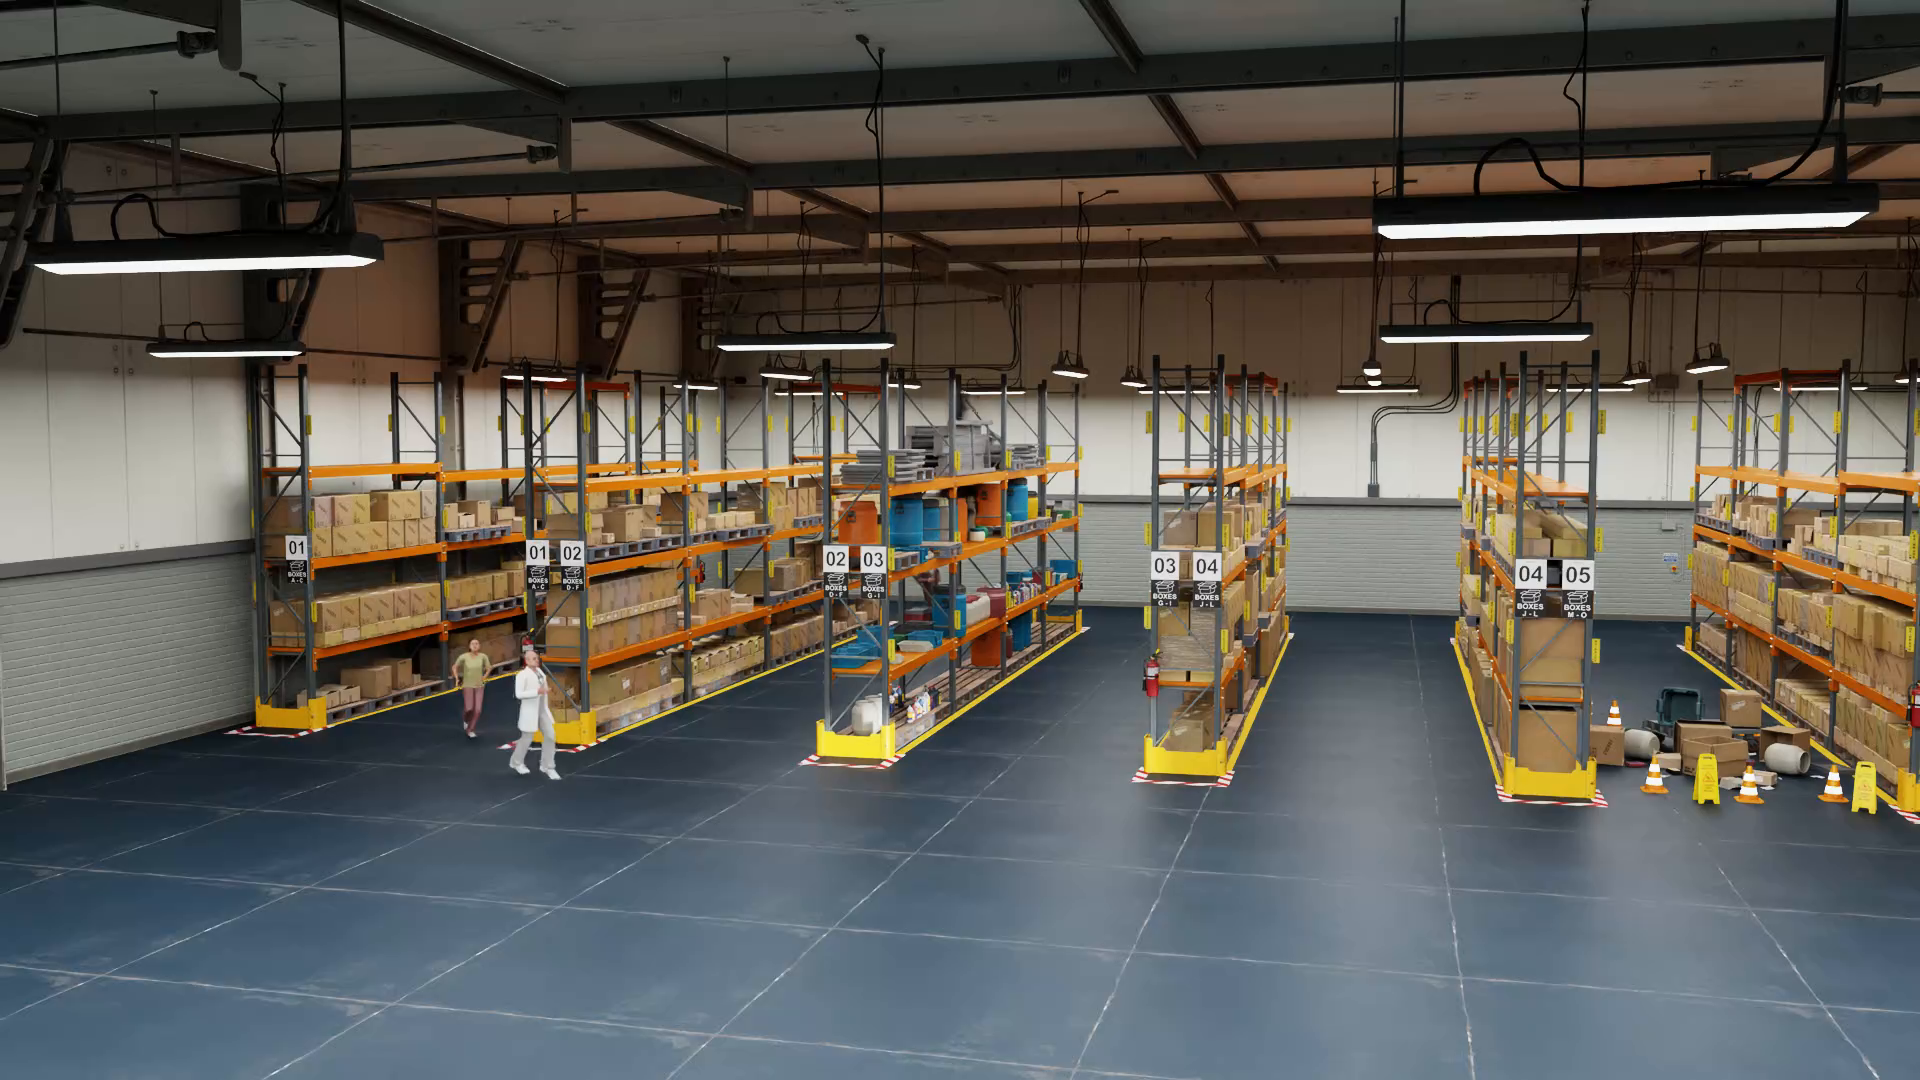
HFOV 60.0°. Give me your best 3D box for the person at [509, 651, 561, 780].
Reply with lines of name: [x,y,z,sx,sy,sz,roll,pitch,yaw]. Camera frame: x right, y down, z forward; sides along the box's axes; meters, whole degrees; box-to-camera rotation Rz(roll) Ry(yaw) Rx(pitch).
person: [-6.061,2.485,23.558,0.850,1.840,0.693,2,5,32]

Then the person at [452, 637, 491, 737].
person: [-7.799,2.358,26.642,0.575,1.608,0.530,-2,4,-27]

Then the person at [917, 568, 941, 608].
person: [-0.750,1.281,41.494,0.763,1.793,0.899,-1,4,-17]
